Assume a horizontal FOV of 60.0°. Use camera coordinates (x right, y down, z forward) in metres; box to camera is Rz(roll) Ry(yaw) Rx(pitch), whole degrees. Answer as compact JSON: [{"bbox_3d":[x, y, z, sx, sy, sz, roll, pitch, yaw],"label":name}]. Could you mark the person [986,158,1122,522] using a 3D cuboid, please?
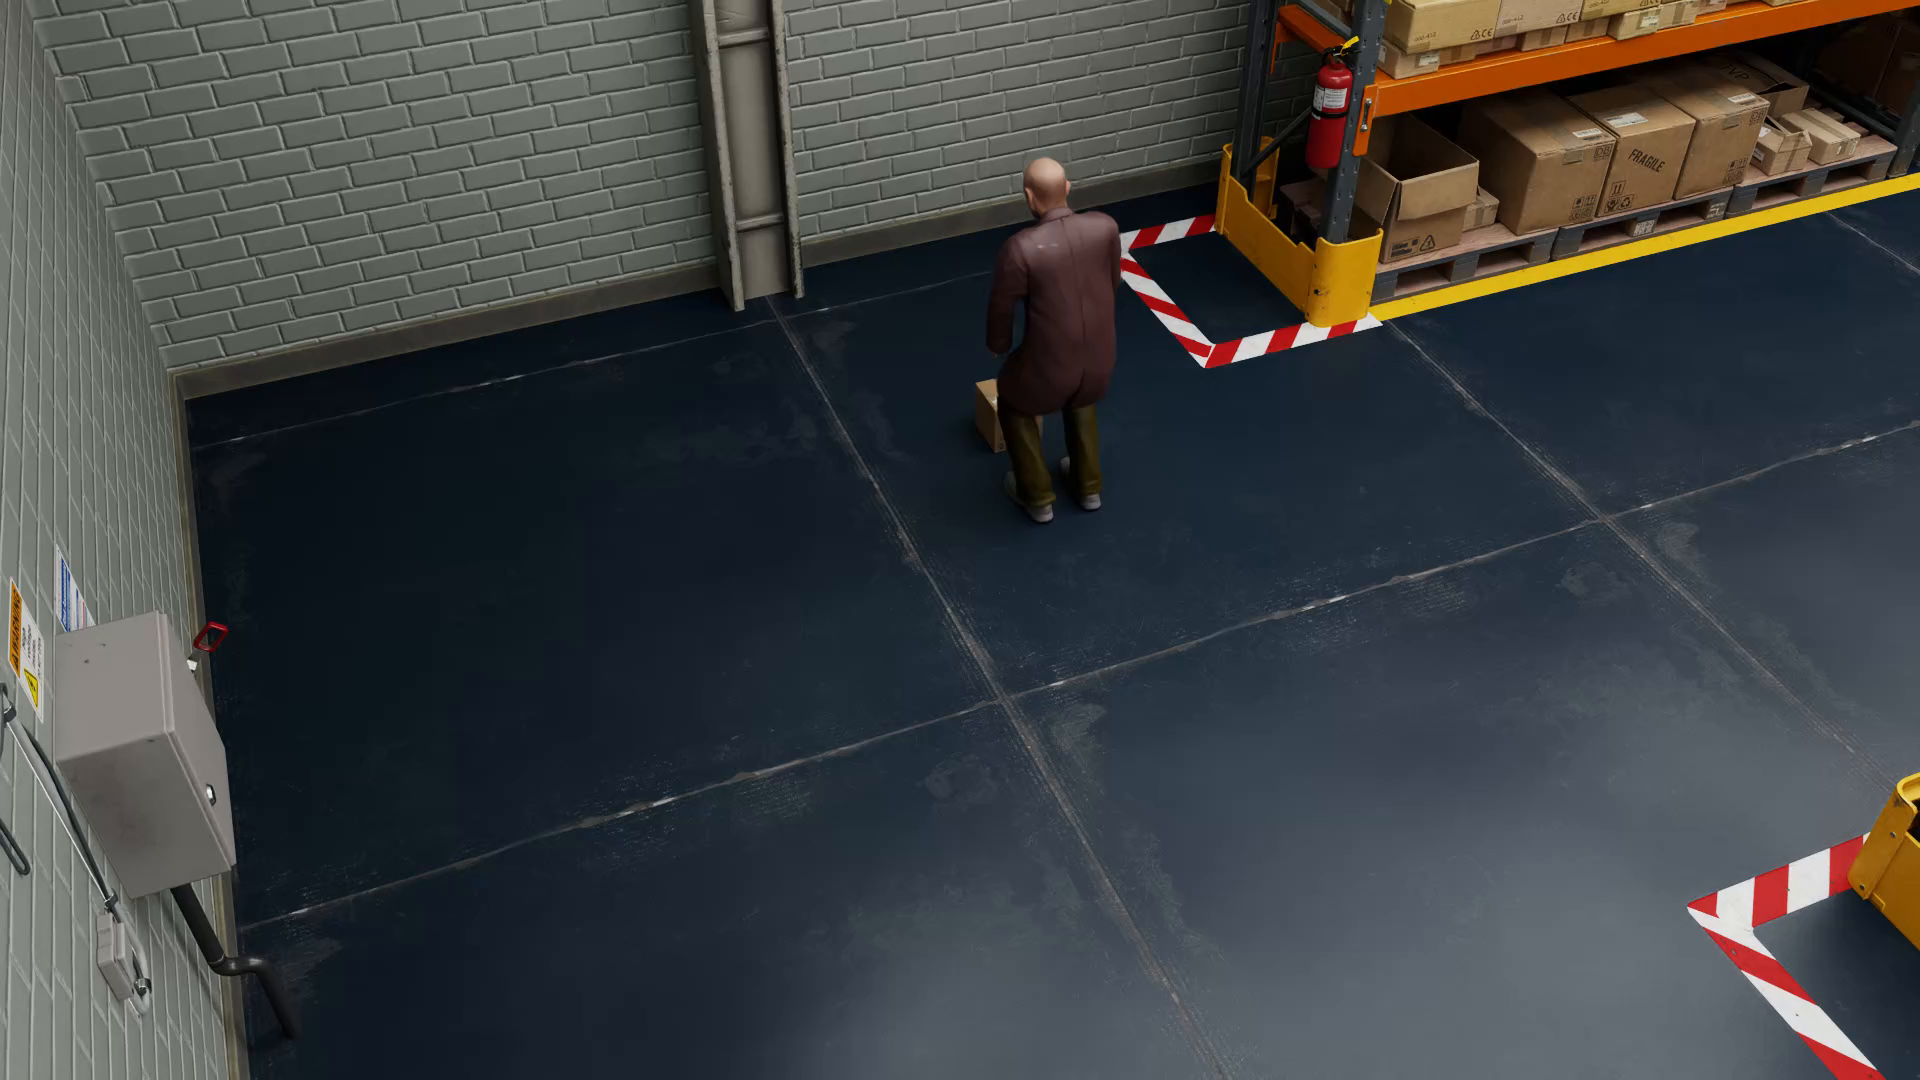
[{"bbox_3d":[0.404,-0.834,7.212,0.607,1.672,0.503,-14,43,-16],"label":"person"}]
